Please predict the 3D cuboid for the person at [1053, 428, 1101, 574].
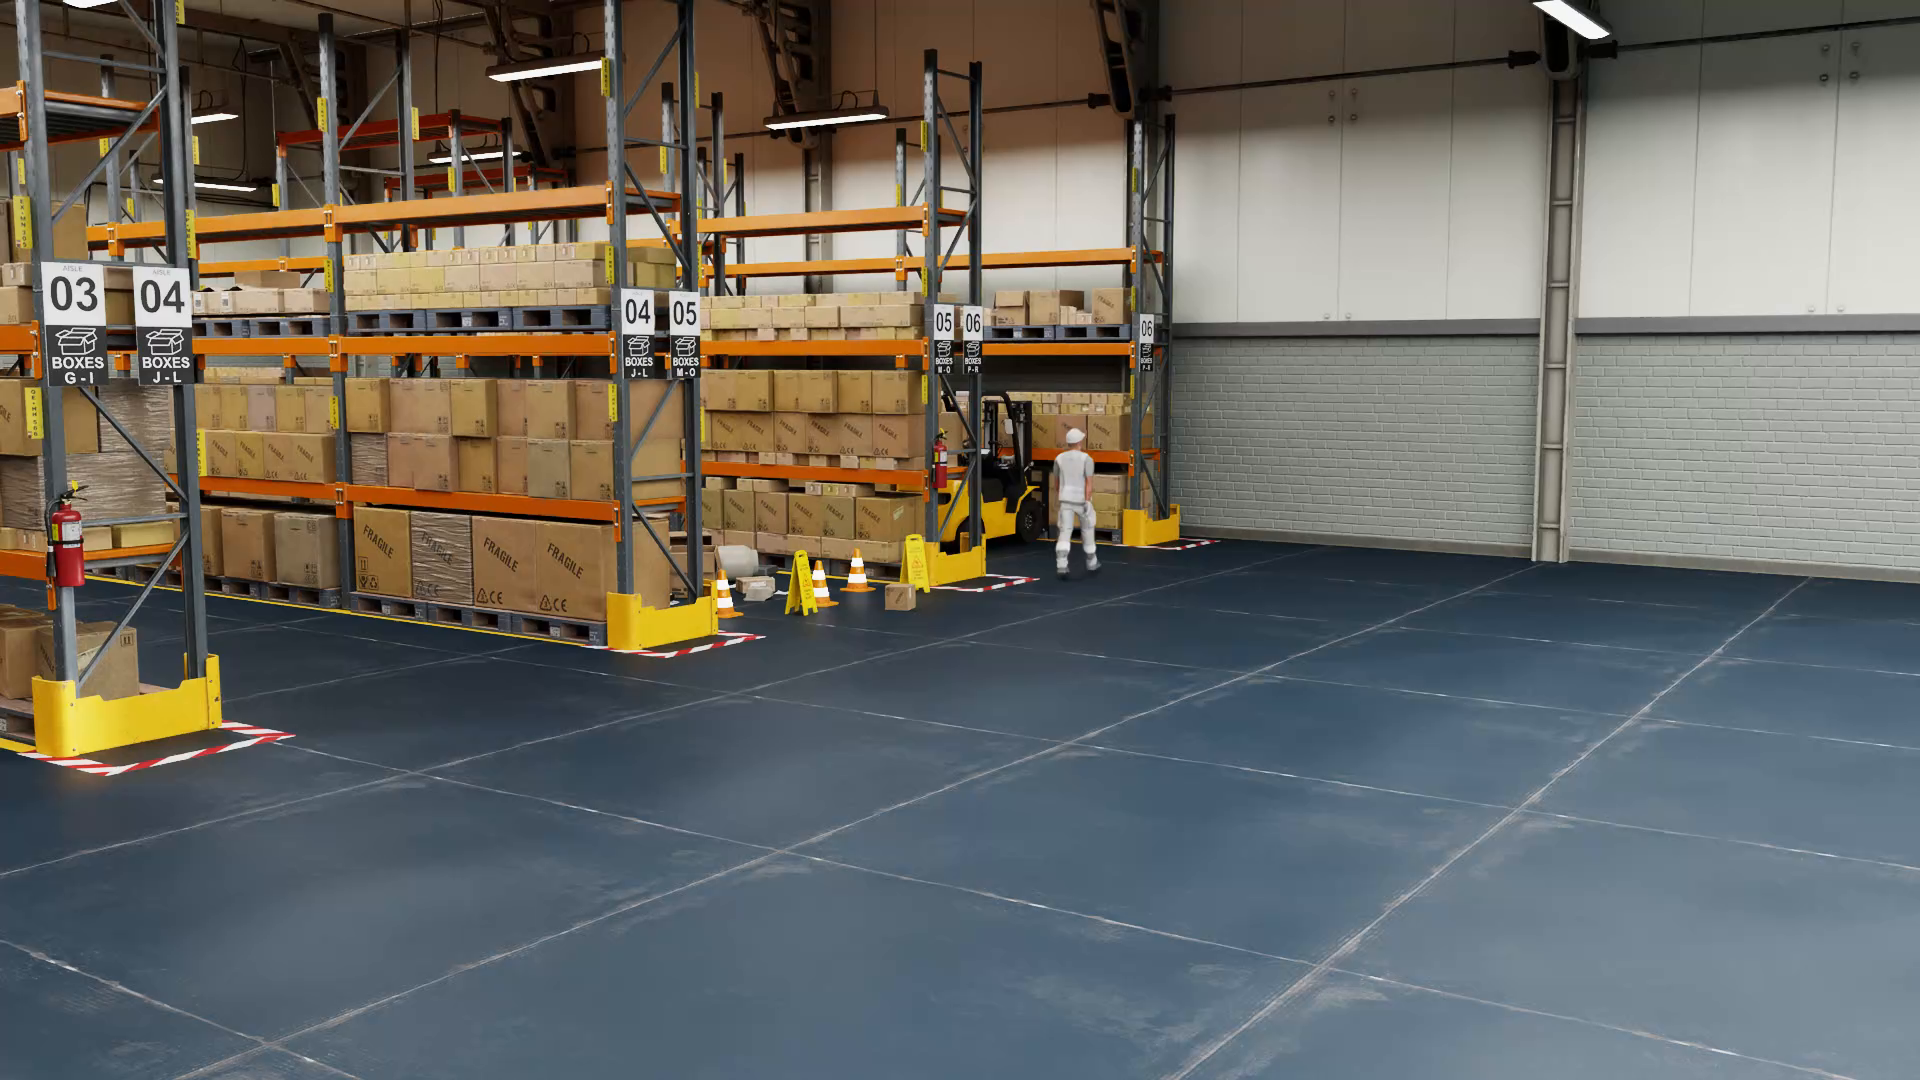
[{"bbox_3d":[1.392,-0.474,19.911,0.536,1.733,1.056,2,7,20],"label":"person"}]
